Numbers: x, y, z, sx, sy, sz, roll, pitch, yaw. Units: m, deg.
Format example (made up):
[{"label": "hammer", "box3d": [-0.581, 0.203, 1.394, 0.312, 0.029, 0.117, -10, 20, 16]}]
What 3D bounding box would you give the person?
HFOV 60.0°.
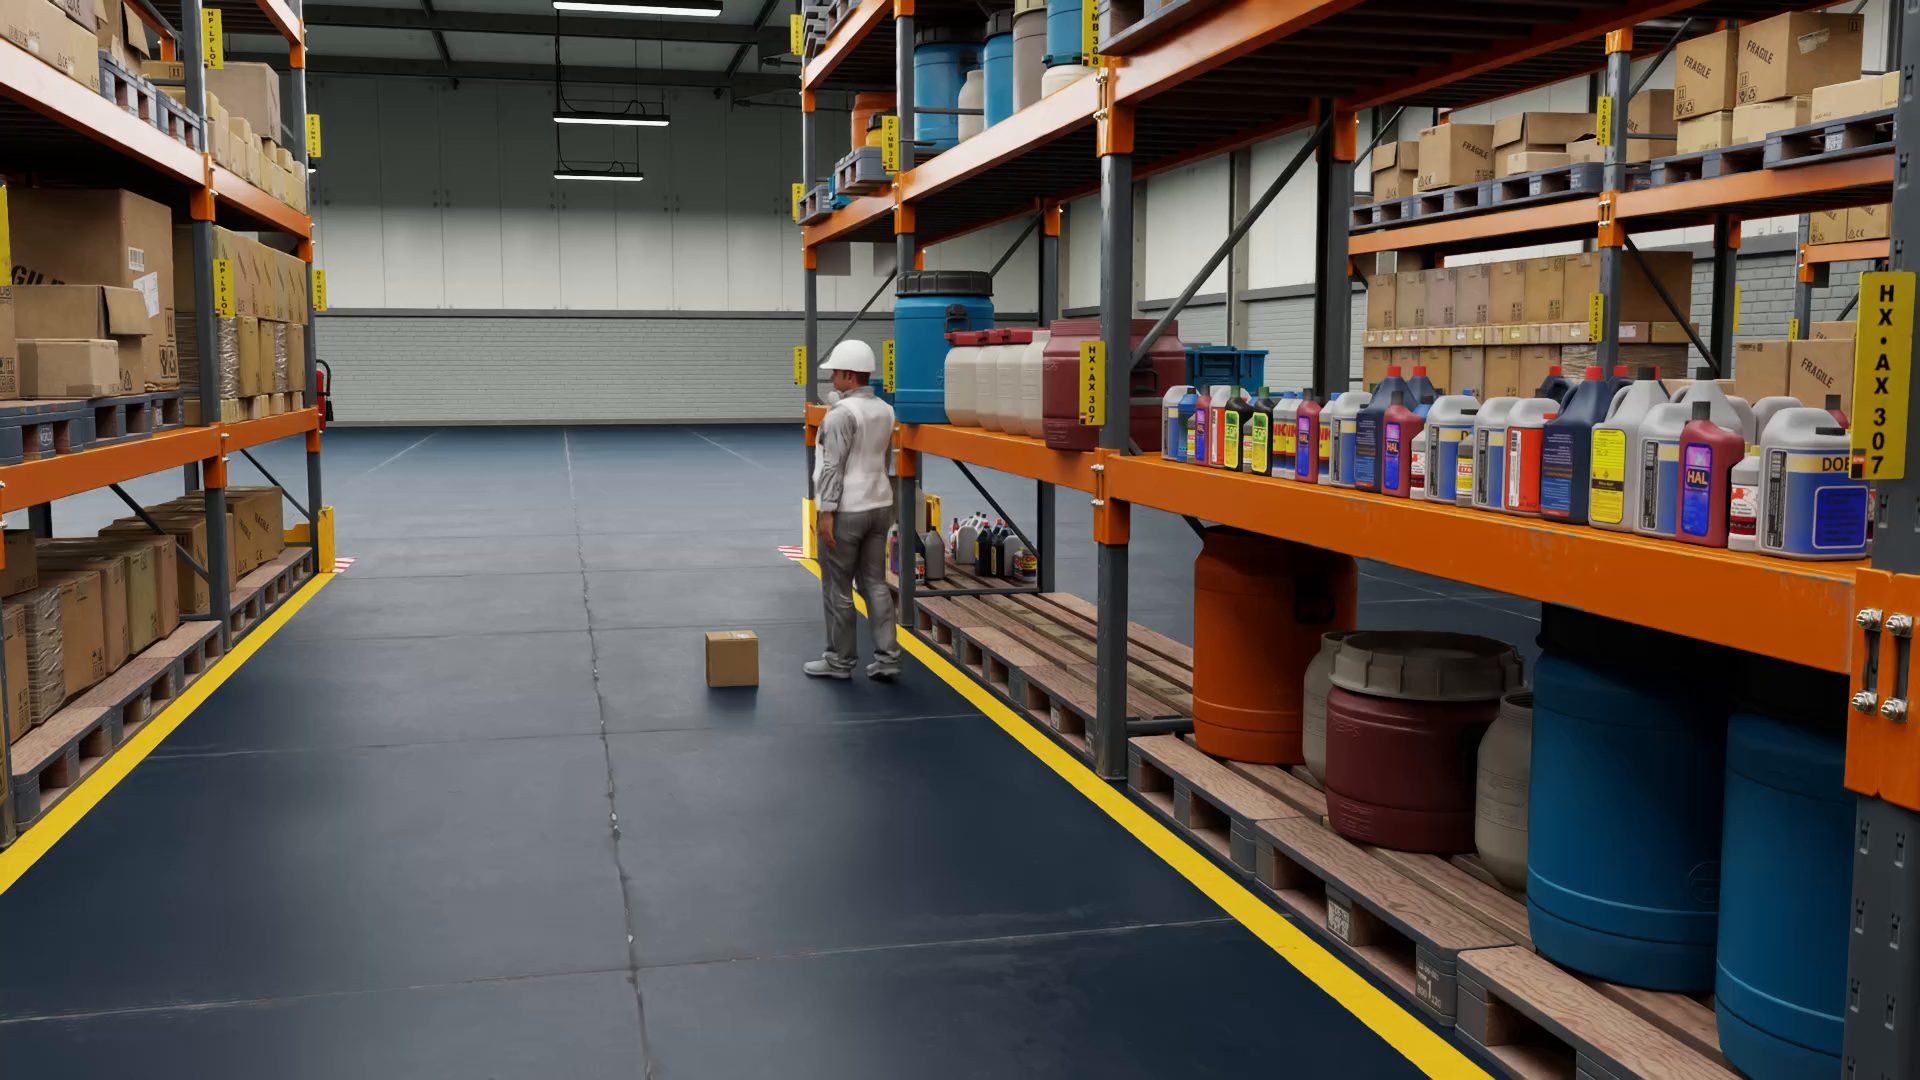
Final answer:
[{"label": "person", "box3d": [-0.593, -0.150, 8.678, 0.584, 1.774, 0.563, 4, 7, 35]}]
